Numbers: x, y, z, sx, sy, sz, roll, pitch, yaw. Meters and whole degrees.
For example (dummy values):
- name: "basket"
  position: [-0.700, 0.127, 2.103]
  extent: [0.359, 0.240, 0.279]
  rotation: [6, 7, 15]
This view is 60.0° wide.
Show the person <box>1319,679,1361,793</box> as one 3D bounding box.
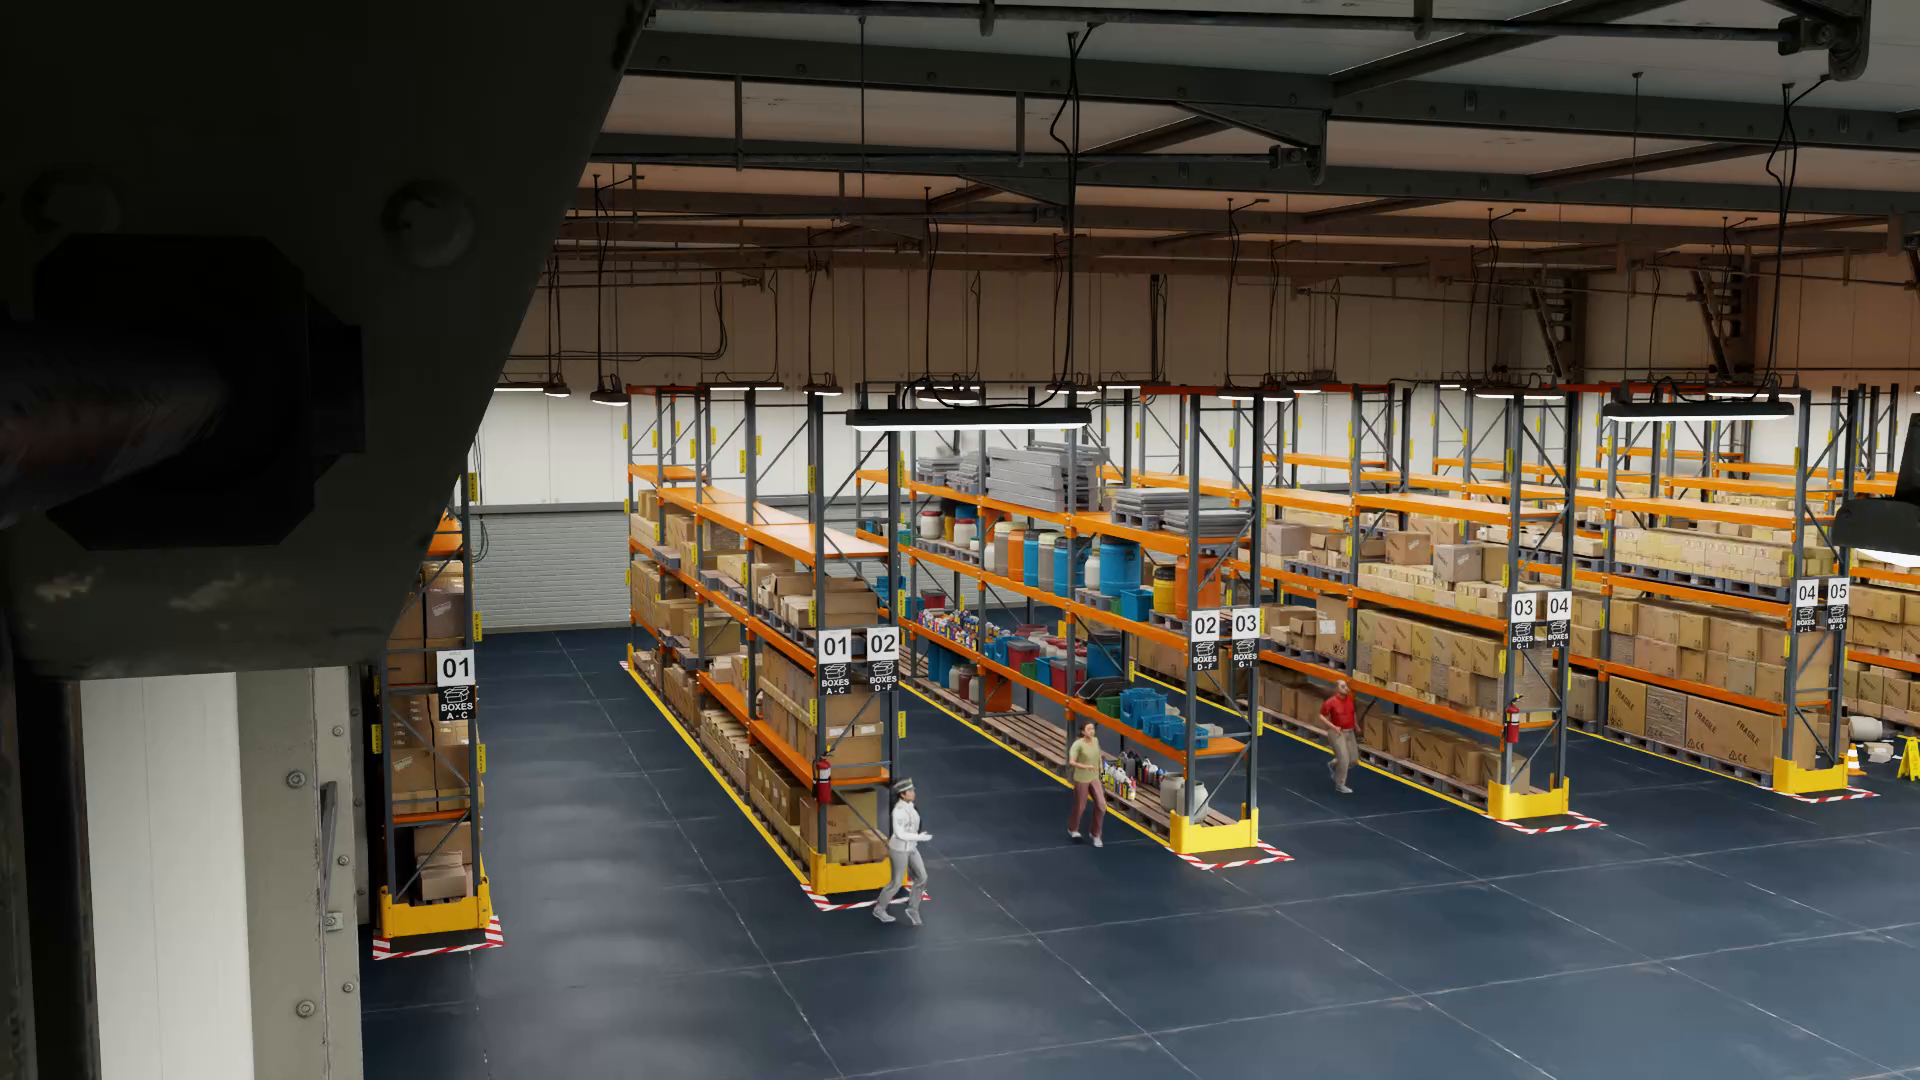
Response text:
- name: "person"
  position: [5.694, 2.922, 24.946]
  extent: [0.664, 1.675, 0.624]
  rotation: [-3, 7, -29]

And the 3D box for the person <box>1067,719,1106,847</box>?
- name: "person"
  position: [1.687, 3.238, 22.120]
  extent: [0.597, 1.732, 0.711]
  rotation: [-3, 7, -28]

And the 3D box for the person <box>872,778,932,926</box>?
- name: "person"
  position: [-0.635, 3.560, 18.905]
  extent: [0.719, 1.763, 0.628]
  rotation: [2, 6, 19]
